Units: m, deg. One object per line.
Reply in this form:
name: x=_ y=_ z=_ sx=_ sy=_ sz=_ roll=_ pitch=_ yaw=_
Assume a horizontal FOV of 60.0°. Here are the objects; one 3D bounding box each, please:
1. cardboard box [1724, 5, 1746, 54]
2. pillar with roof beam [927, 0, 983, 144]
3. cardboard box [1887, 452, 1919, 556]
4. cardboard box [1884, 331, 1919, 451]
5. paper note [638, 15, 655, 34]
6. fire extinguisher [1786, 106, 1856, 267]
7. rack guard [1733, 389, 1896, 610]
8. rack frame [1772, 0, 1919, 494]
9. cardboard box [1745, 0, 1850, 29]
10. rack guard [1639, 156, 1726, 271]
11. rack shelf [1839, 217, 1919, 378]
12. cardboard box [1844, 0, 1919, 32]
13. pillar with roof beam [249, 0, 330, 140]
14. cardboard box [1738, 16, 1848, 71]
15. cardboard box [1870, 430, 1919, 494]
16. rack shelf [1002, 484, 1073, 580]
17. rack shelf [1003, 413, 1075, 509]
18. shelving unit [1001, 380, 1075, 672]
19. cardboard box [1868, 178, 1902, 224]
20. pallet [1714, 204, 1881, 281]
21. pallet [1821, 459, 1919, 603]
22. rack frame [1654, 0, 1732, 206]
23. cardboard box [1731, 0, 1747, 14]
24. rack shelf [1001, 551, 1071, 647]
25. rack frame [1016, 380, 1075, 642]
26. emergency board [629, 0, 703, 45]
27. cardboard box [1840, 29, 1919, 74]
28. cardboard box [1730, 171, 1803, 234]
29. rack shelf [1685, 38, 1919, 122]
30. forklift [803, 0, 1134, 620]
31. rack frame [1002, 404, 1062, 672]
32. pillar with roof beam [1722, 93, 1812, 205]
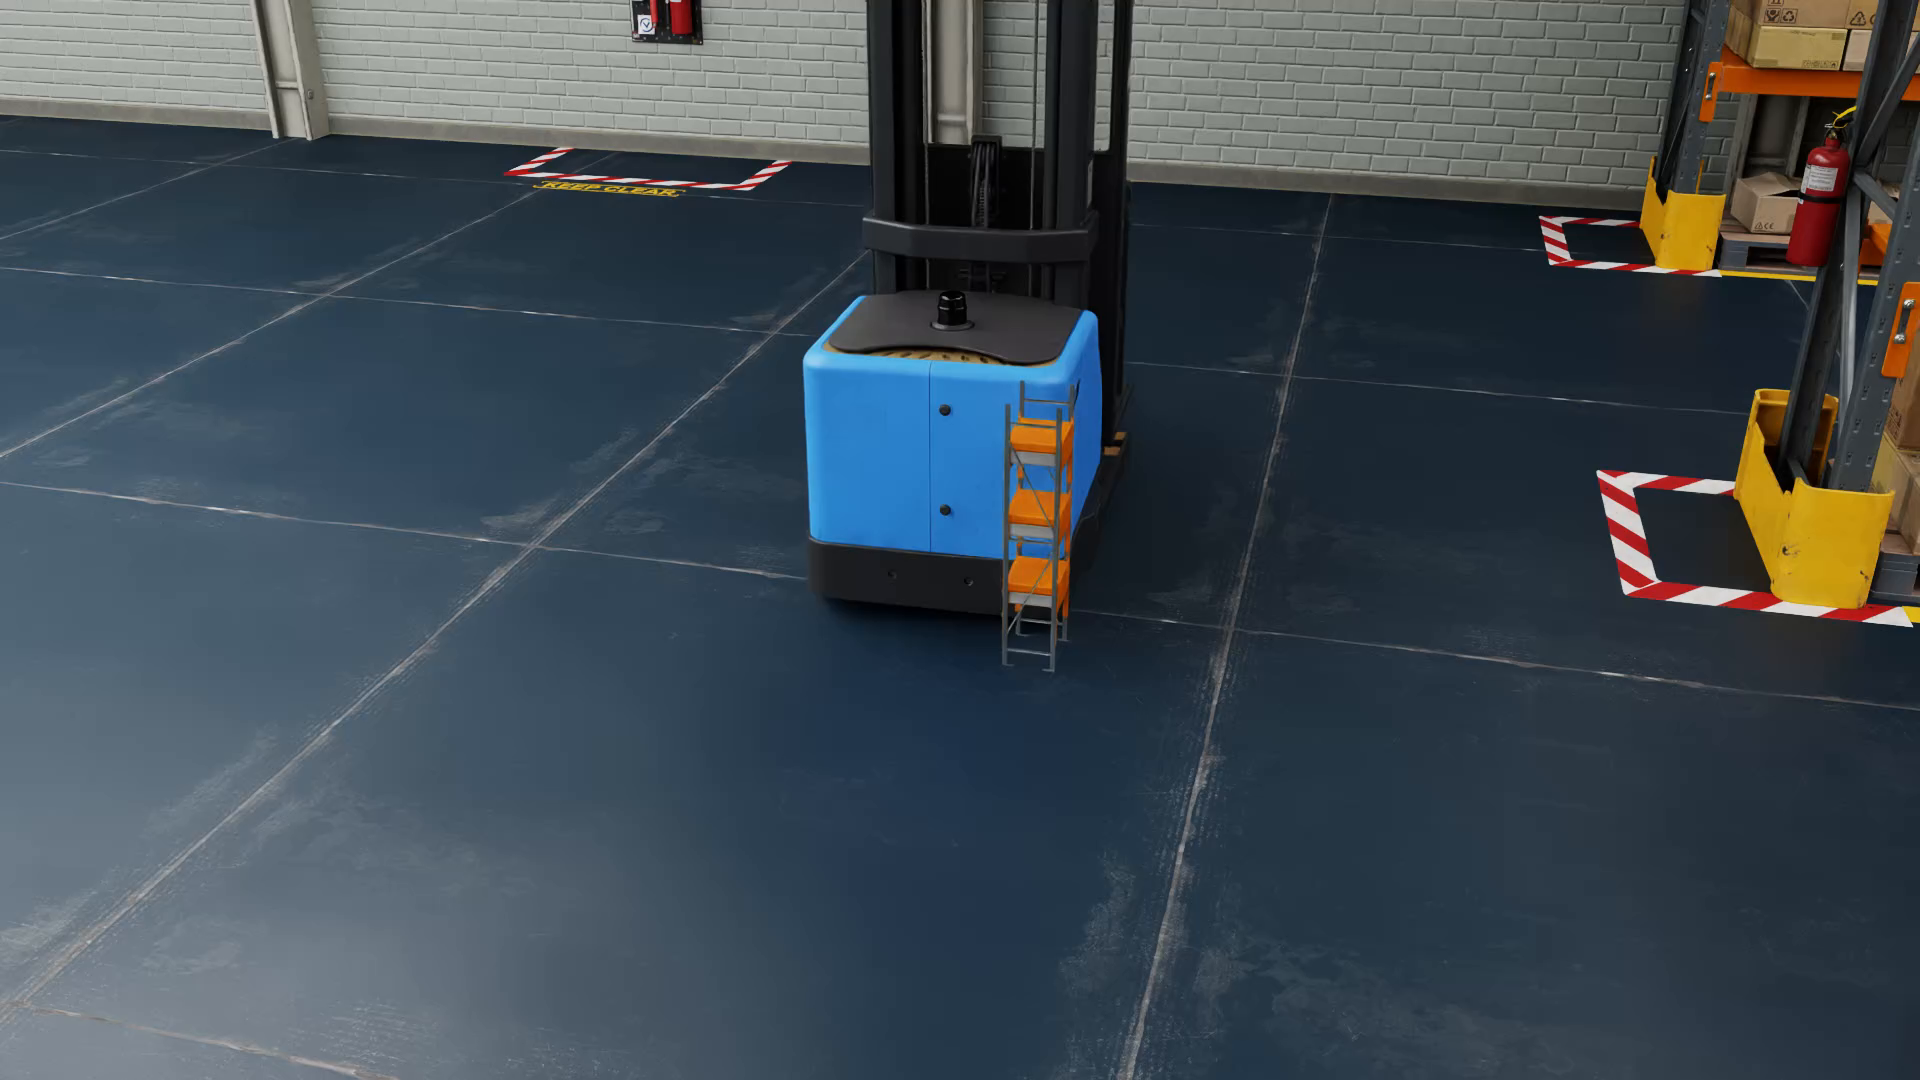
cardboard box: x=5.369 y=-3.363 z=10.976 sx=0.500 sy=0.250 sz=0.500 roll=7 pitch=26 yaw=14
pillar with roof beam: x=-1.122 y=-5.235 z=7.778 sx=0.400 sy=9.000 sz=9.100 roll=6 pitch=26 yaw=13
cardboard box: x=4.102 y=-0.127 z=6.737 sx=0.500 sy=0.250 sz=0.500 roll=6 pitch=26 yaw=13
cardboard box: x=4.231 y=-0.682 z=7.030 sx=0.500 sy=0.500 sz=0.500 roll=6 pitch=26 yaw=13
paper note: x=-2.588 y=-4.249 z=13.710 sx=0.142 sy=0.148 sz=0.016 roll=6 pitch=26 yaw=13
fire extinguisher: x=3.639 y=-1.500 z=7.000 sx=0.183 sy=0.674 sz=0.296 roll=6 pitch=26 yaw=13
rack guard: x=3.615 y=-0.202 z=7.094 sx=0.348 sy=0.500 sz=1.175 roll=6 pitch=26 yaw=13
rack frame: x=3.638 y=-1.329 z=6.551 sx=0.127 sy=3.000 sz=1.000 roll=6 pitch=26 yaw=13
cardboard box: x=5.255 y=-3.495 z=10.380 sx=0.500 sy=0.500 sz=0.500 roll=6 pitch=26 yaw=13
rack guard: x=4.942 y=-2.254 z=11.404 sx=0.348 sy=0.500 sz=1.175 roll=6 pitch=26 yaw=13
rack shelf: x=5.575 y=-0.790 z=6.256 sx=4.000 sy=0.370 sz=1.077 roll=6 pitch=26 yaw=13
cardboard box: x=5.732 y=-3.438 z=10.260 sx=0.500 sy=0.500 sz=0.500 roll=6 pitch=26 yaw=13
pillar with roof beam: x=-6.933 y=-5.878 z=9.127 sx=0.400 sy=9.000 sz=9.100 roll=6 pitch=26 yaw=13
cardboard box: x=5.261 y=-3.148 z=10.524 sx=0.500 sy=0.250 sz=0.500 roll=6 pitch=26 yaw=11
cardboard box: x=4.231 y=-0.342 z=7.190 sx=0.500 sy=0.250 sz=0.500 roll=6 pitch=26 yaw=13
rack shelf: x=0.285 y=-0.033 z=6.122 sx=0.215 sy=0.259 sz=0.240 roll=6 pitch=26 yaw=12
rack shelf: x=0.285 y=-0.289 z=6.000 sx=0.215 sy=0.259 sz=0.240 roll=6 pitch=26 yaw=12
shelving unit: x=0.285 y=-0.042 z=6.117 sx=0.215 sy=1.050 sz=0.252 roll=6 pitch=26 yaw=12
cardboard box: x=6.068 y=-2.203 z=11.005 sx=0.500 sy=0.311 sz=0.500 roll=9 pitch=27 yaw=17
pallet: x=5.720 y=-2.022 z=11.252 sx=1.213 sy=0.211 sz=1.003 roll=6 pitch=26 yaw=13
pallet: x=4.389 y=-0.005 z=7.015 sx=1.213 sy=0.211 sz=1.003 roll=6 pitch=26 yaw=13
rack frame: x=4.868 y=-3.391 z=10.884 sx=0.127 sy=3.000 sz=1.000 roll=6 pitch=26 yaw=13
cardboard box: x=5.377 y=-3.709 z=10.830 sx=0.500 sy=0.500 sz=0.500 roll=6 pitch=26 yaw=12
rack shelf: x=0.285 y=0.218 z=6.241 sx=0.215 sy=0.259 sz=0.240 roll=6 pitch=26 yaw=12
rack frame: x=0.314 y=-0.093 z=6.224 sx=0.200 sy=1.050 sz=0.008 roll=6 pitch=26 yaw=12
emergency board: x=-2.433 y=-4.599 z=13.421 sx=0.643 sy=1.169 sz=0.194 roll=6 pitch=26 yaw=13
cardboard box: x=5.768 y=-3.098 z=10.420 sx=0.500 sy=0.250 sz=0.500 roll=5 pitch=26 yaw=11
cardboard box: x=5.516 y=-2.264 z=11.133 sx=0.500 sy=0.311 sz=0.500 roll=3 pitch=26 yaw=7
rack shelf: x=6.805 y=-2.852 z=10.588 sx=4.000 sy=0.370 sz=1.077 roll=6 pitch=26 yaw=13
forklift: x=0.211 y=-1.625 z=7.253 sx=1.130 sy=2.935 sz=3.031 roll=5 pitch=26 yaw=11
rack frame: x=0.256 y=0.009 z=6.010 sx=0.200 sy=1.050 sz=0.008 roll=6 pitch=26 yaw=12
pillar with roof beam: x=4.689 y=-4.593 z=6.429 sx=0.400 sy=9.000 sz=9.100 roll=6 pitch=26 yaw=13
